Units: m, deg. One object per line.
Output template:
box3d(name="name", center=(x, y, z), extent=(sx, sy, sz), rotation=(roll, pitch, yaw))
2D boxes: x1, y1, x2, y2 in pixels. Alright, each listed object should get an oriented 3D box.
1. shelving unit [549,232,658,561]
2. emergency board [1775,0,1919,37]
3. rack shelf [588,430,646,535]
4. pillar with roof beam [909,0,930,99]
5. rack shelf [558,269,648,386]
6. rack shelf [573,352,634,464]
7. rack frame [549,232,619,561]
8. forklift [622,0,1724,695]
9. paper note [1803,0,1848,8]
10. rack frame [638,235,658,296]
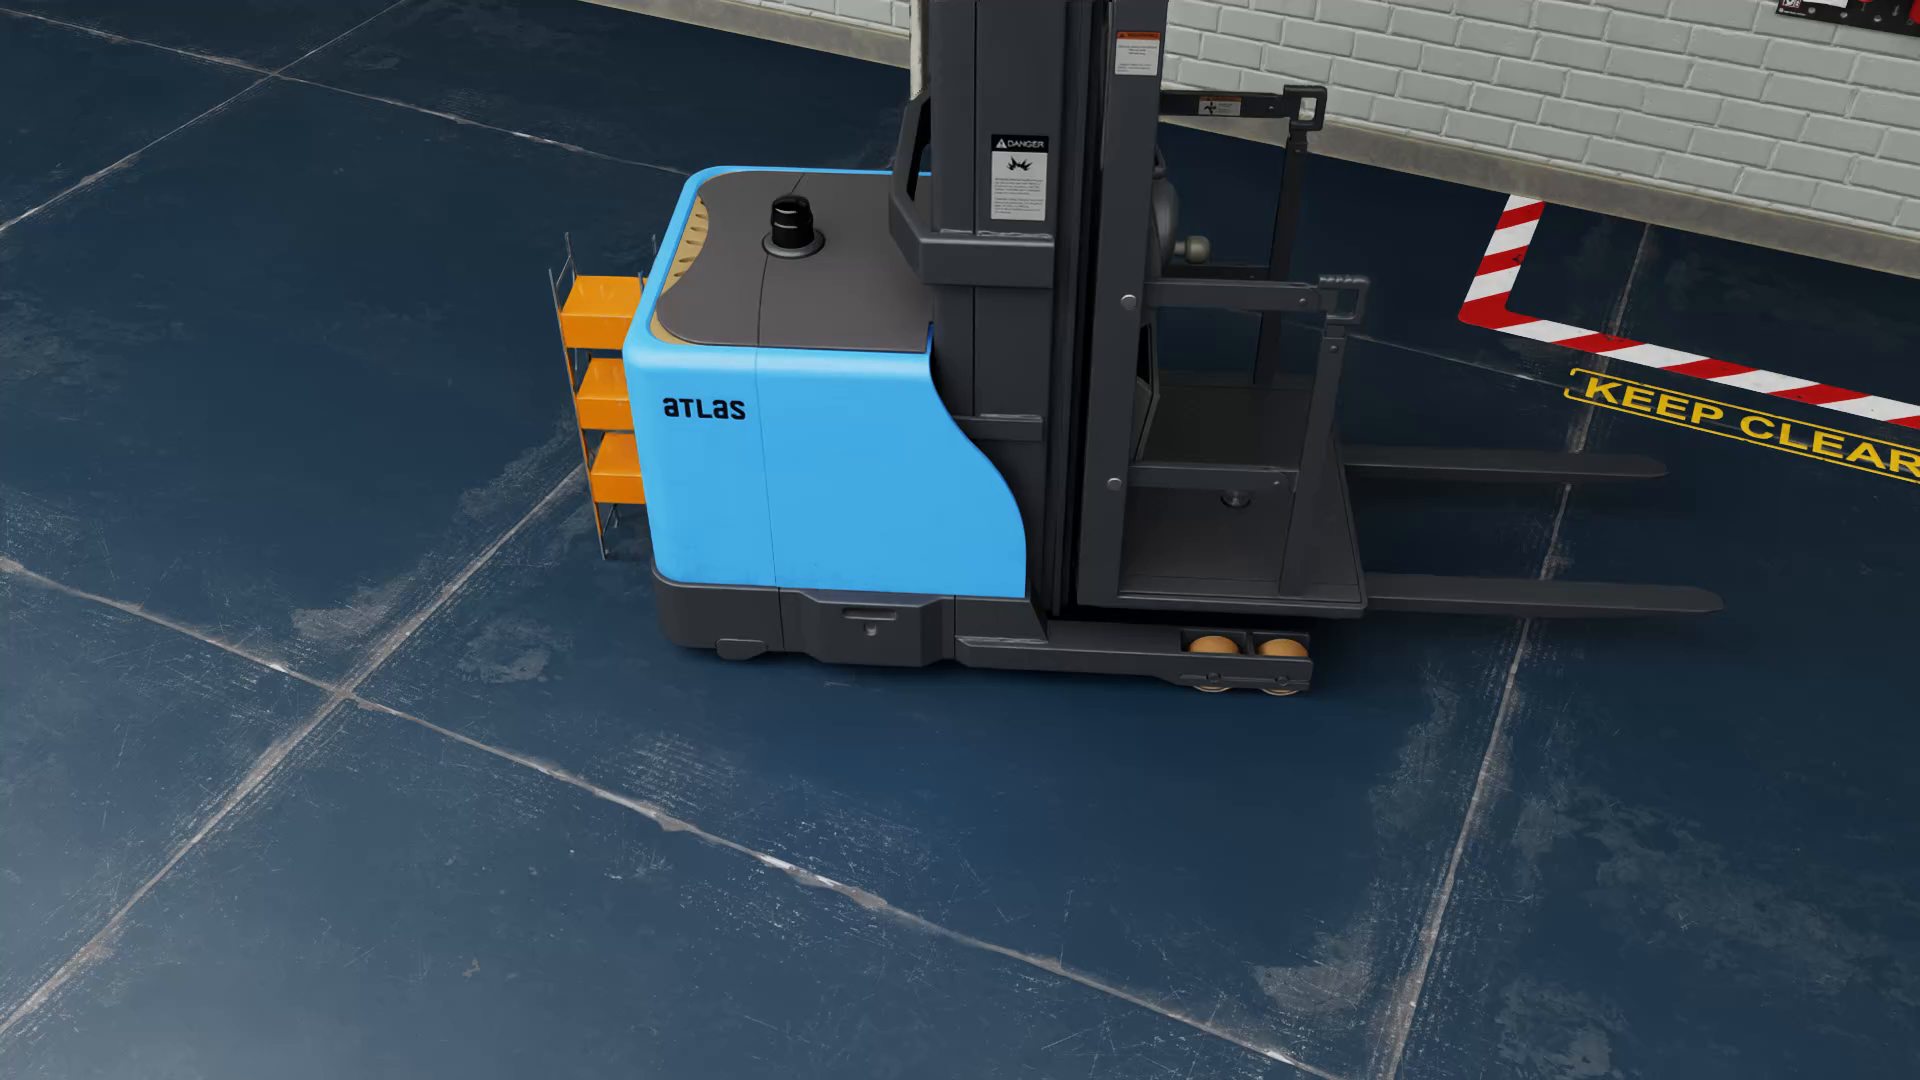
box3d(name="shelving unit", center=(-0.979, -0.393, 4.901), extent=(0.252, 1.050, 0.215), rotation=(2, 41, 3))
box3d(name="emergency board", center=(3.231, -2.223, 5.525), extent=(0.643, 1.169, 0.194), rotation=(17, 44, 19))
box3d(name="rack shelf", center=(-0.979, -0.174, 5.090), extent=(0.240, 0.259, 0.215), rotation=(2, 41, 3))
box3d(name="pillar with roof beam", center=(-1.803, -2.890, 1.713), extent=(0.400, 9.000, 9.100), rotation=(17, 44, 19))
box3d(name="rack shelf", center=(-0.979, -0.599, 4.722), extent=(0.240, 0.259, 0.215), rotation=(2, 41, 3))
box3d(name="rack shelf", center=(-0.979, -0.385, 4.908), extent=(0.240, 0.259, 0.215), rotation=(2, 41, 3))
box3d(name="rack frame", center=(-1.101, -0.398, 4.907), extent=(0.008, 1.050, 0.200), rotation=(2, 41, 3))
box3d(name="forklift", center=(0.665, -1.027, 4.197), extent=(3.031, 2.935, 1.130), rotation=(2, 41, 3))
box3d(name="paper note", center=(3.100, -1.980, 5.917), extent=(0.142, 0.148, 0.016), rotation=(17, 44, 19))
box3d(name="rack frame", center=(-0.857, -0.387, 4.895), extent=(0.008, 1.050, 0.200), rotation=(2, 41, 3))
